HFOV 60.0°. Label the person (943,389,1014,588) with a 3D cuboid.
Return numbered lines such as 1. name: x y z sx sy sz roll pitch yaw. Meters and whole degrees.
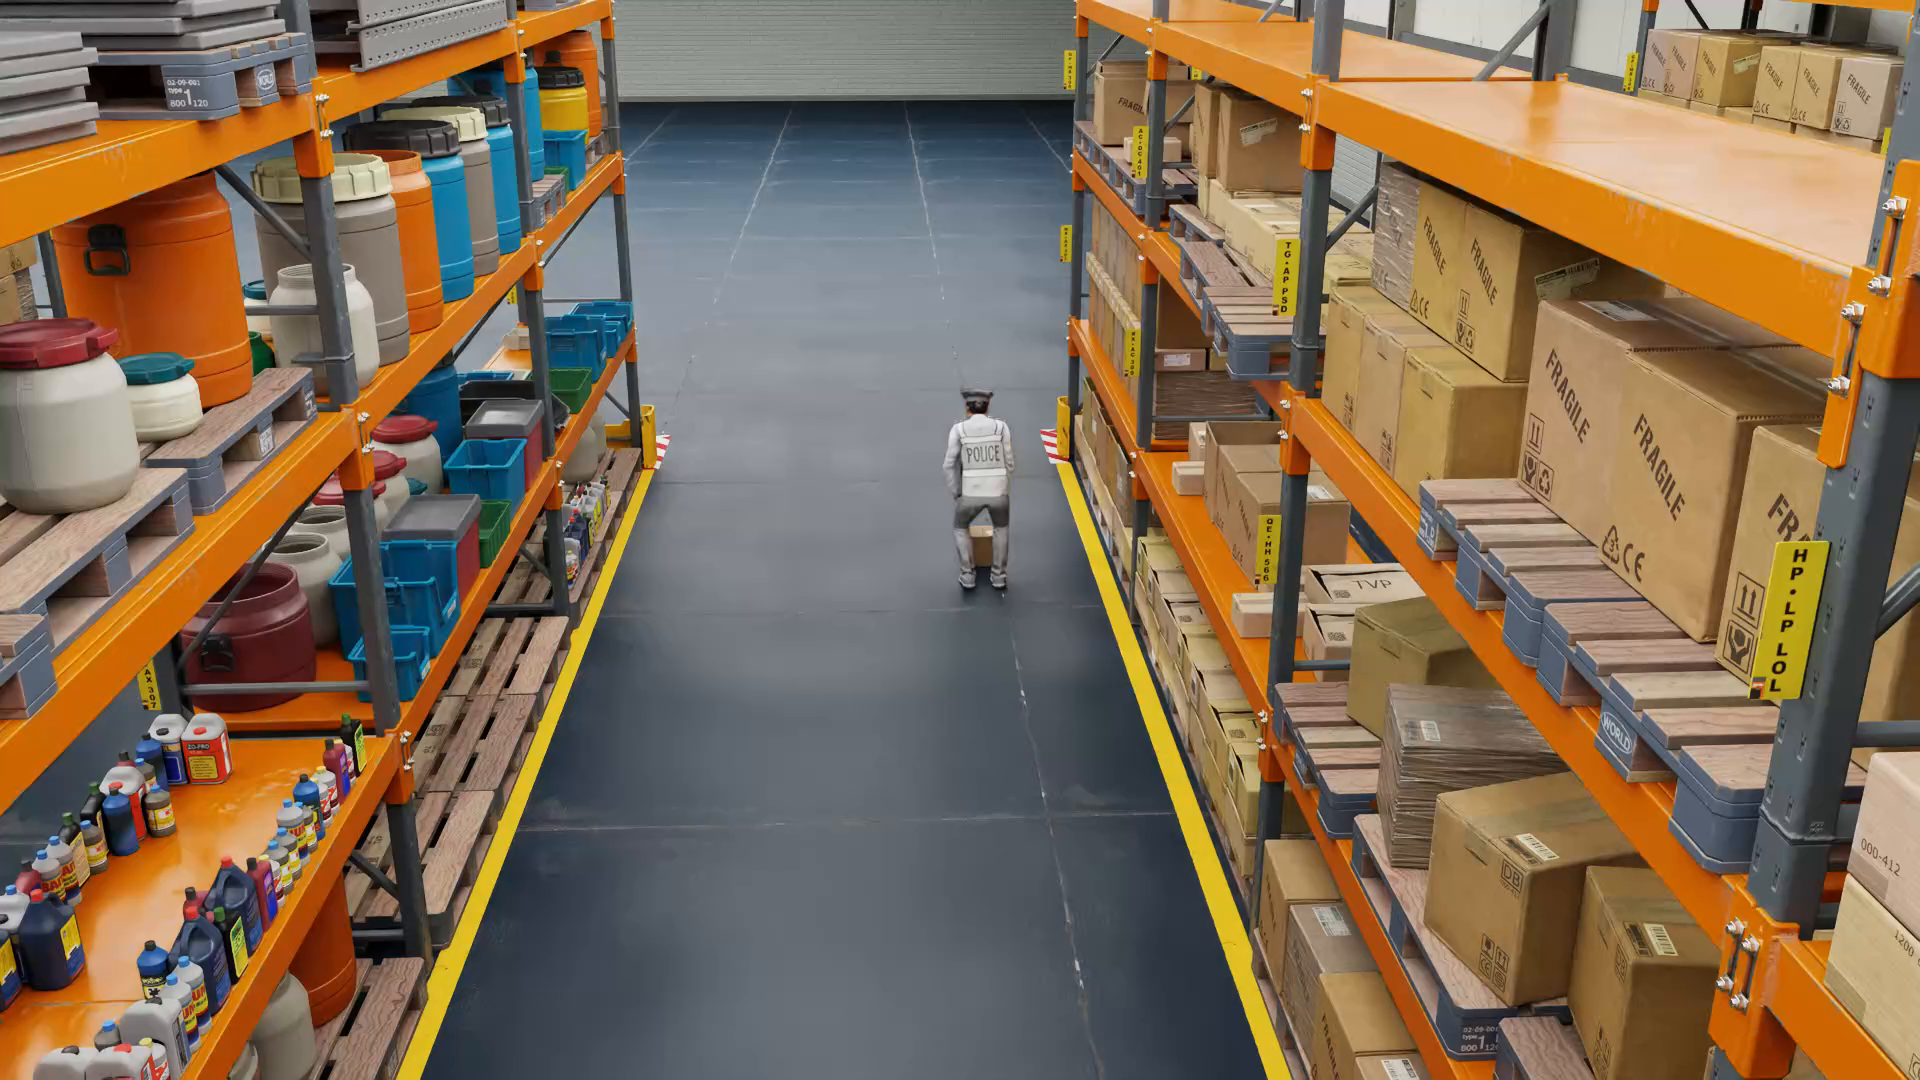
1. person: 0.139 -0.368 12.342 0.531 1.479 0.634 -1 21 -3
